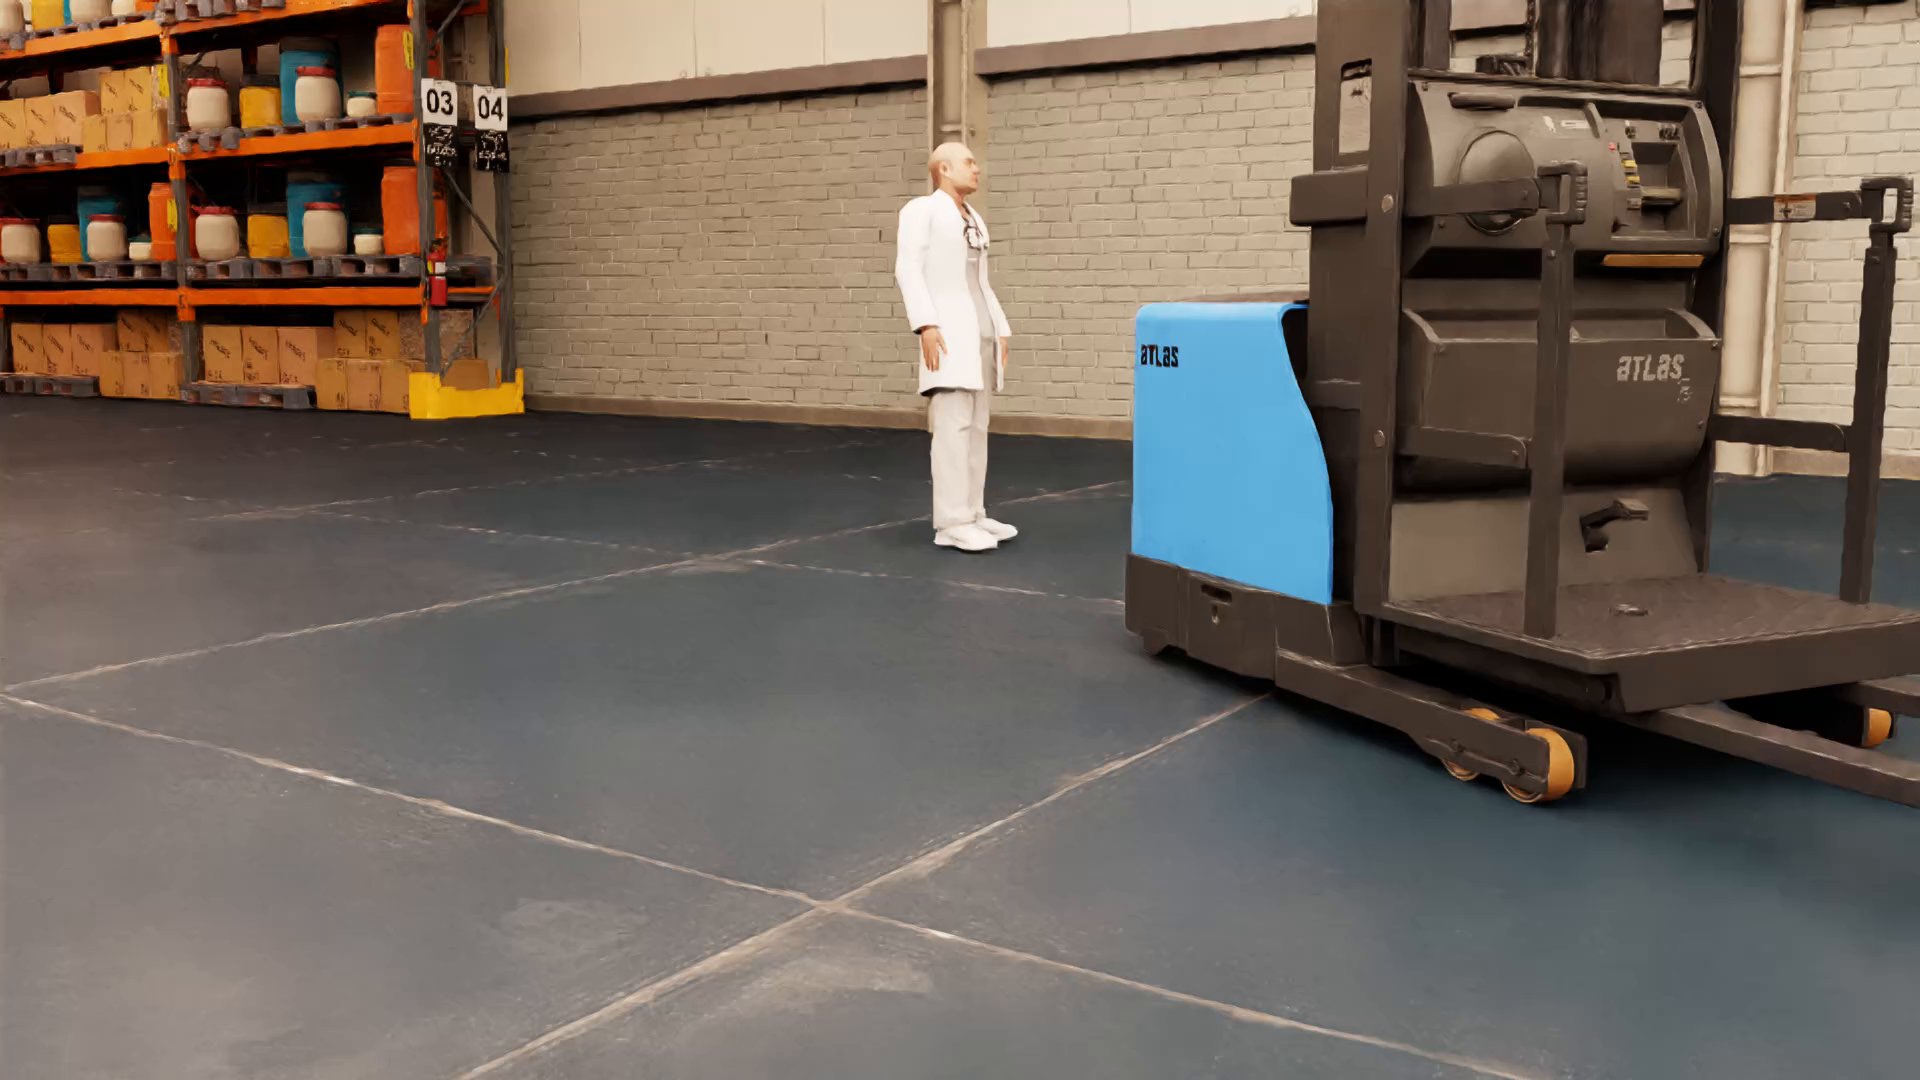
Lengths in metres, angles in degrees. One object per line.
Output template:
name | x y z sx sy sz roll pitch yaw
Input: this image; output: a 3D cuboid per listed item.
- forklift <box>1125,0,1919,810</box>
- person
forklift | 1.587 -0.950 3.871 1.130 2.935 3.031 -4 9 -24
person | 0.073 -0.880 7.423 0.579 1.776 0.694 5 10 34
